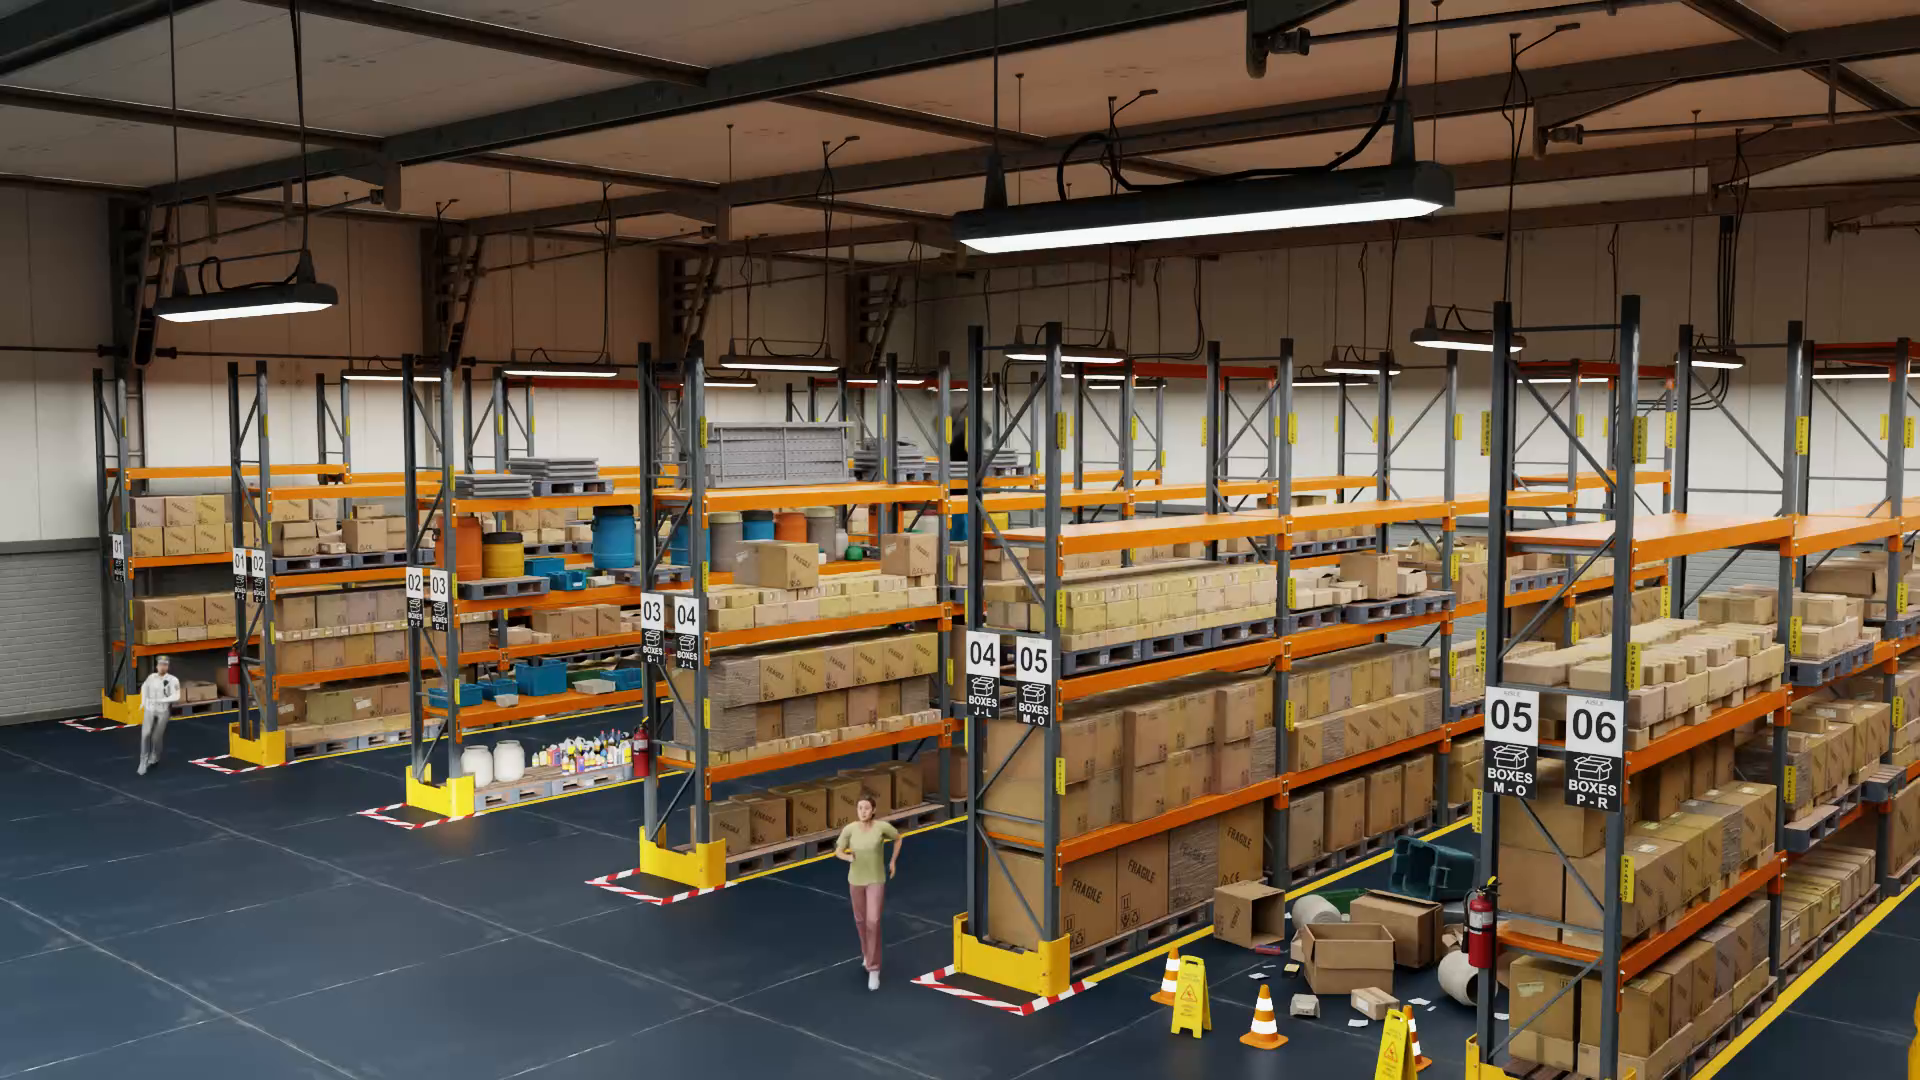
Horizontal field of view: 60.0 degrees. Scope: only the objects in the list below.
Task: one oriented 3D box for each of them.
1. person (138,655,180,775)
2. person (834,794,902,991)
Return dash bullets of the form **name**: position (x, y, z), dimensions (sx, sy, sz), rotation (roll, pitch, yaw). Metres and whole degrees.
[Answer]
- **person**: position (-11.734, 2.530, 24.370), dimensions (0.598, 1.687, 0.749), rotation (-1, 4, -13)
- **person**: position (-0.862, 3.190, 15.330), dimensions (0.587, 1.714, 0.749), rotation (1, 4, 10)
